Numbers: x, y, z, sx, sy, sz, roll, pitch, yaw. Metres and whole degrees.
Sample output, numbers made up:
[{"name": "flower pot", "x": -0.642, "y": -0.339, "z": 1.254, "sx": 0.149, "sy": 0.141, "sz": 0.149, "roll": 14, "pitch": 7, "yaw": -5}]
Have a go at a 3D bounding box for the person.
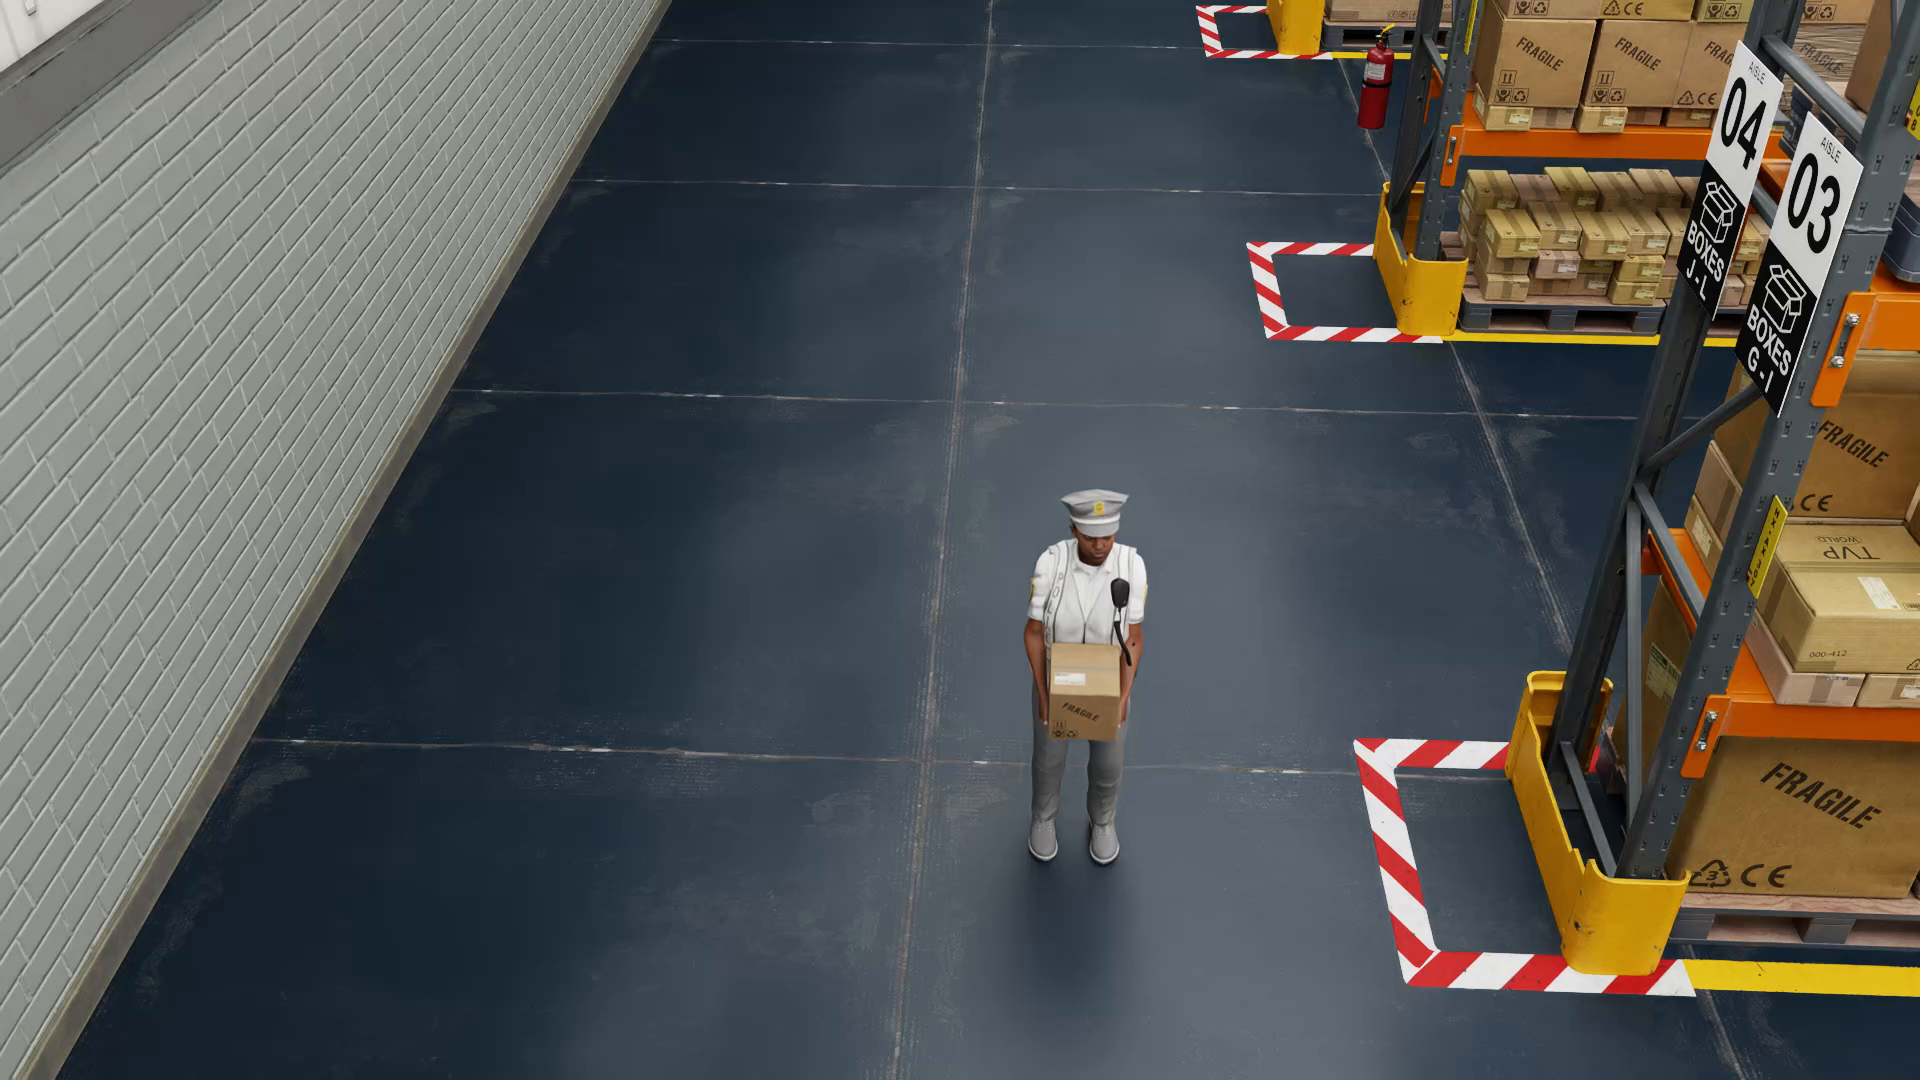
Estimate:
[{"name": "person", "x": 0.461, "y": 0.573, "z": 6.308, "sx": 0.451, "sy": 1.684, "sz": 0.527, "roll": 2, "pitch": 36, "yaw": 3}]
